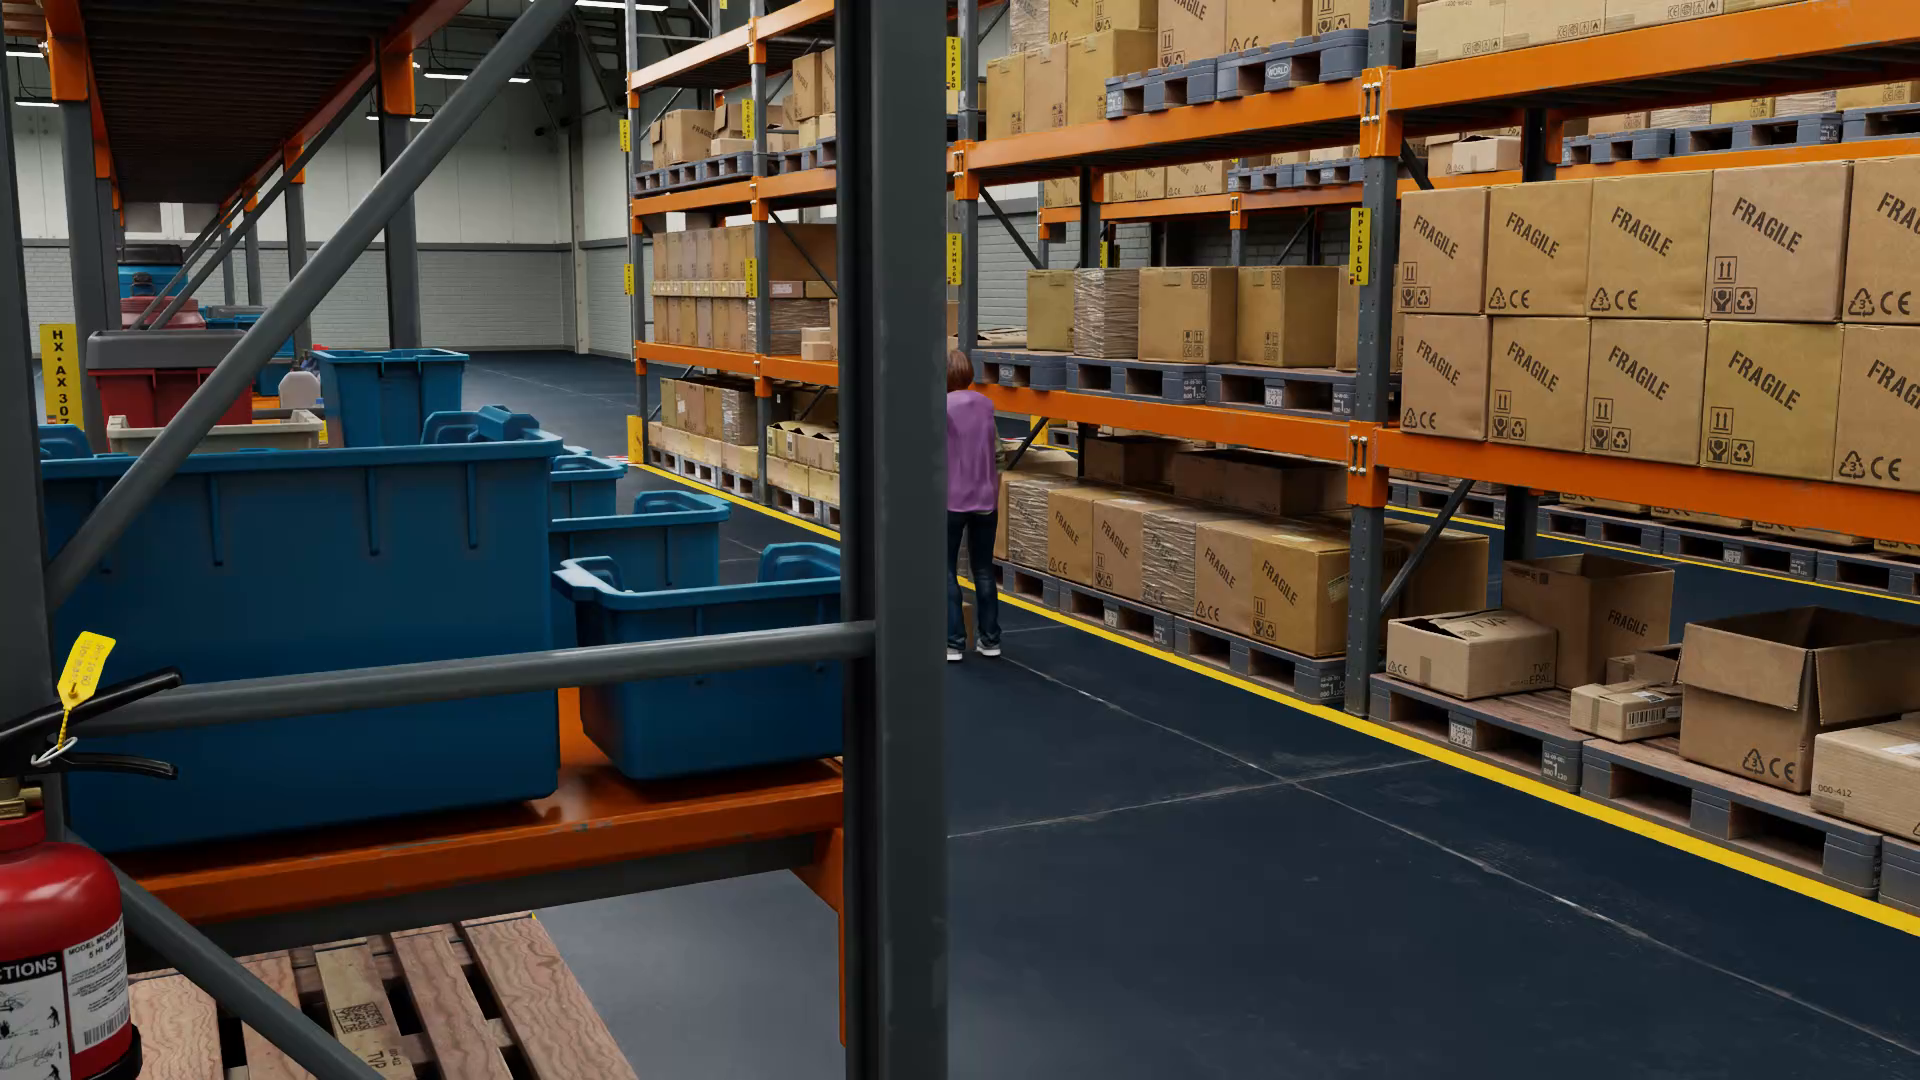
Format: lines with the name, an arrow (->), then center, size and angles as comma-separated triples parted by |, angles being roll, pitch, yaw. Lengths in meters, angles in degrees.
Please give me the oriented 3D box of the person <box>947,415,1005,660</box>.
person -> 0.013, -0.057, 8.552 | 0.470, 1.351, 0.328 | -5, 10, -28
